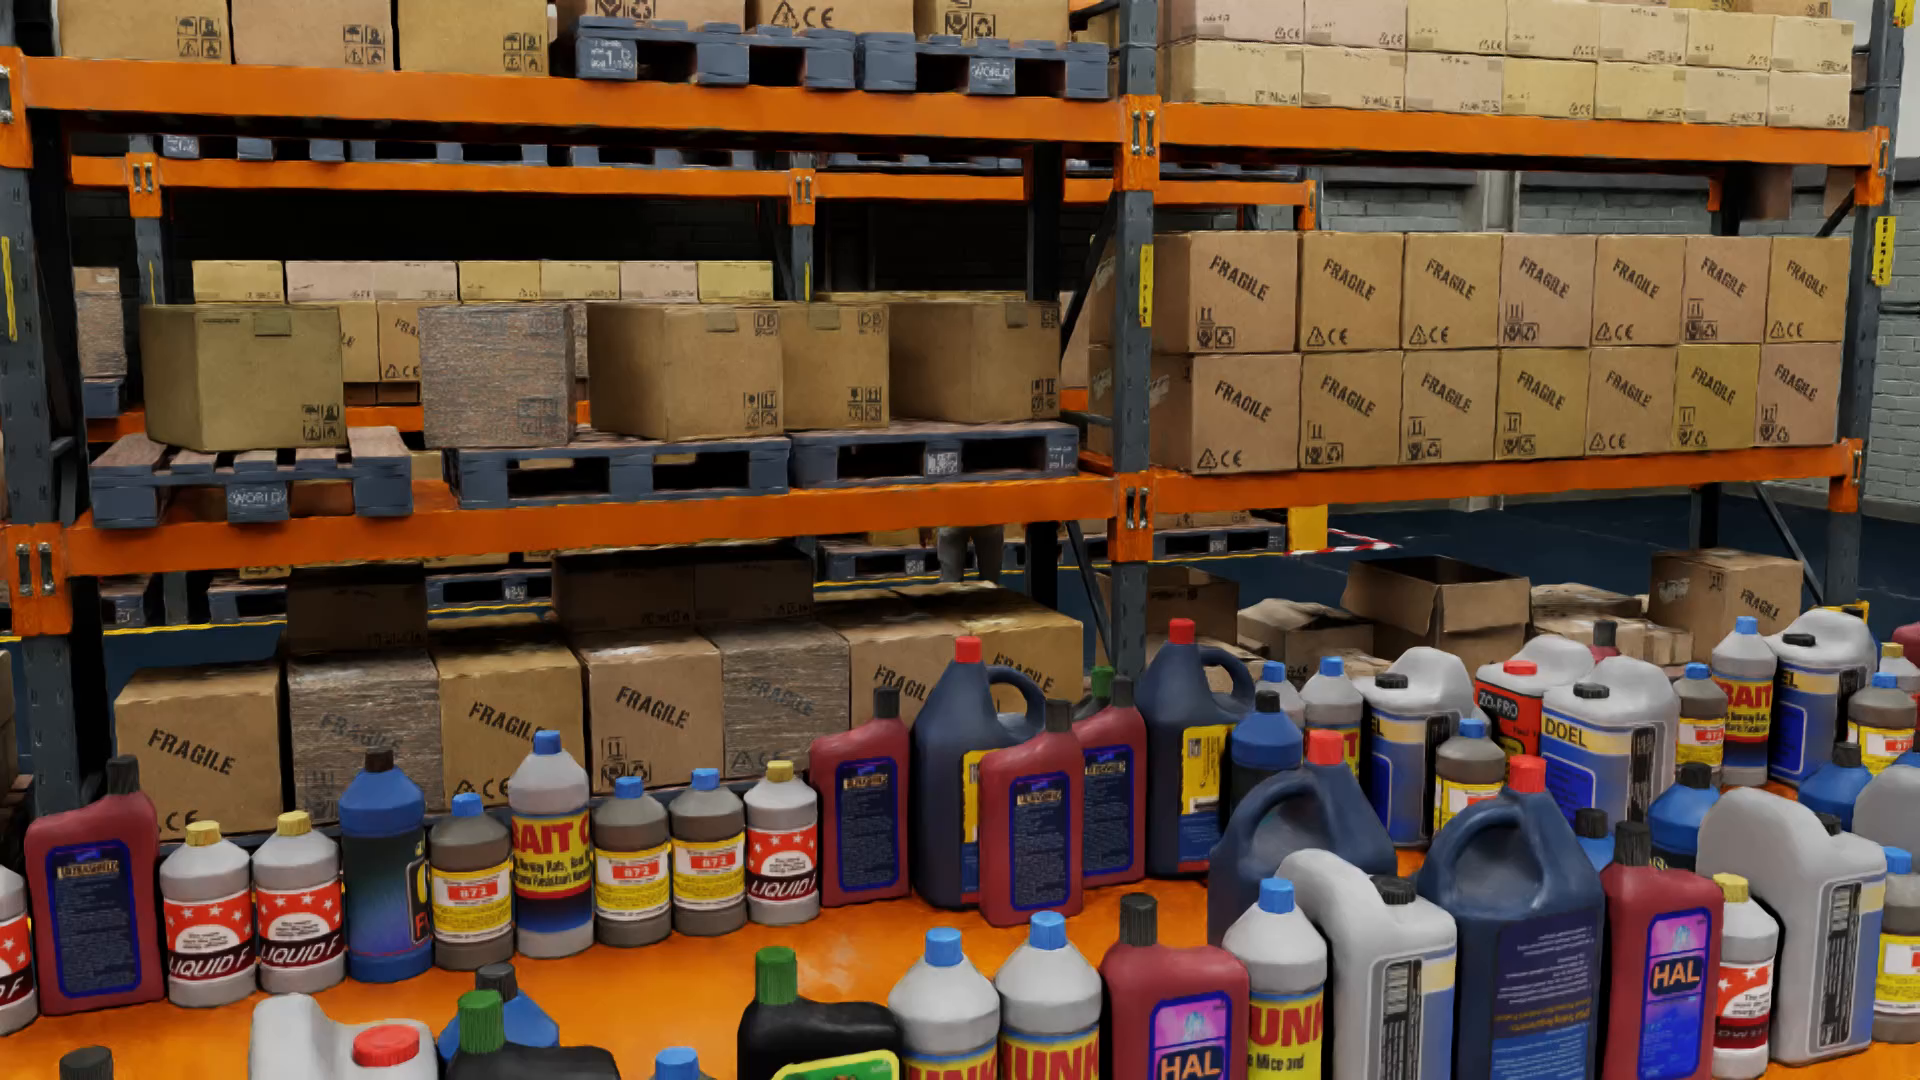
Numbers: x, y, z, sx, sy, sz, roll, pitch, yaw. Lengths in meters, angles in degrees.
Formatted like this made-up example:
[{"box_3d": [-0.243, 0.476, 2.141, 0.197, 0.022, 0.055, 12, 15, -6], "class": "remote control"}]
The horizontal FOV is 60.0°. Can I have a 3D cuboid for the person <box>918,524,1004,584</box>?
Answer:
[{"box_3d": [0.080, -0.092, 8.846, 0.601, 1.593, 0.561, 0, 9, 0], "class": "person"}]
